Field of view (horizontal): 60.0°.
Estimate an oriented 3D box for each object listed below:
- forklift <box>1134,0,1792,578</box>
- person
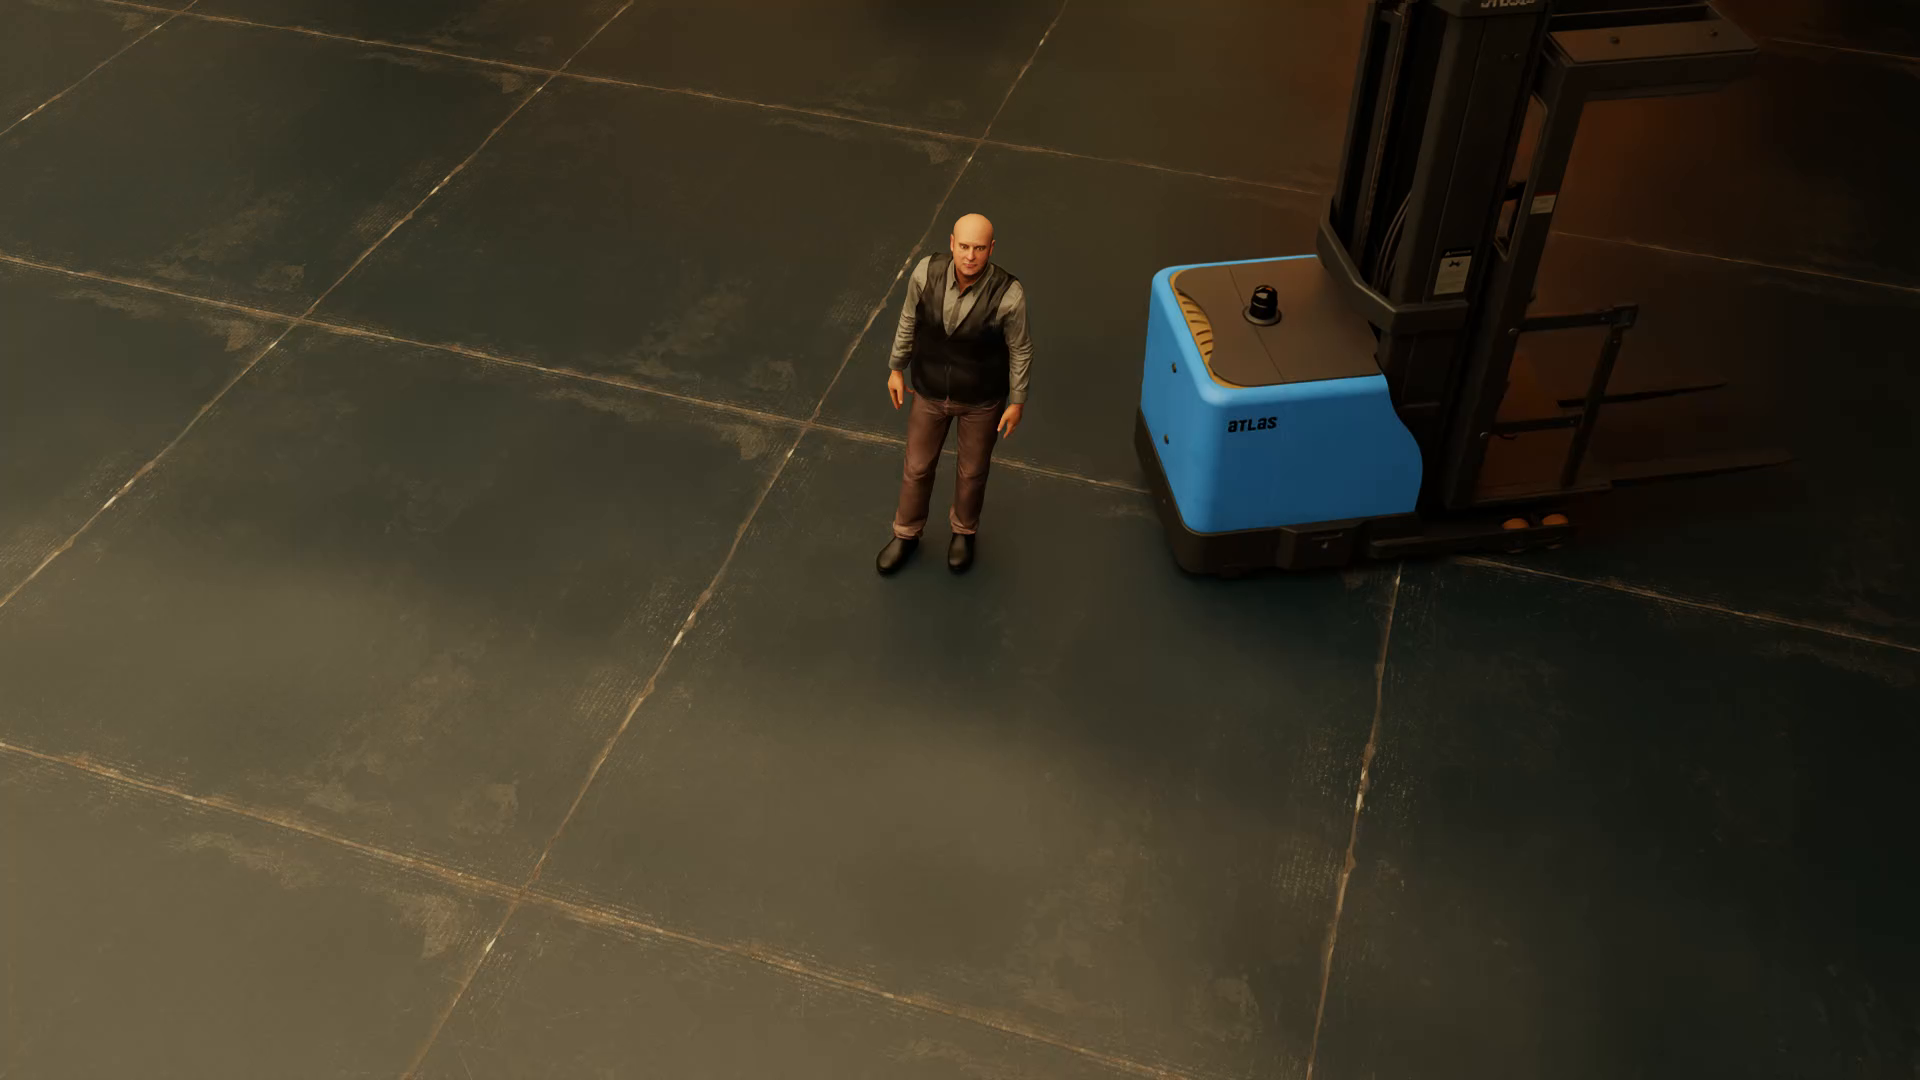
[{"bbox_3d":[2.426,-1.365,7.156,3.031,2.935,1.130,-6,43,-6],"label":"forklift"},{"bbox_3d":[-0.027,-0.597,7.208,0.632,1.720,0.568,12,44,13],"label":"person"}]
